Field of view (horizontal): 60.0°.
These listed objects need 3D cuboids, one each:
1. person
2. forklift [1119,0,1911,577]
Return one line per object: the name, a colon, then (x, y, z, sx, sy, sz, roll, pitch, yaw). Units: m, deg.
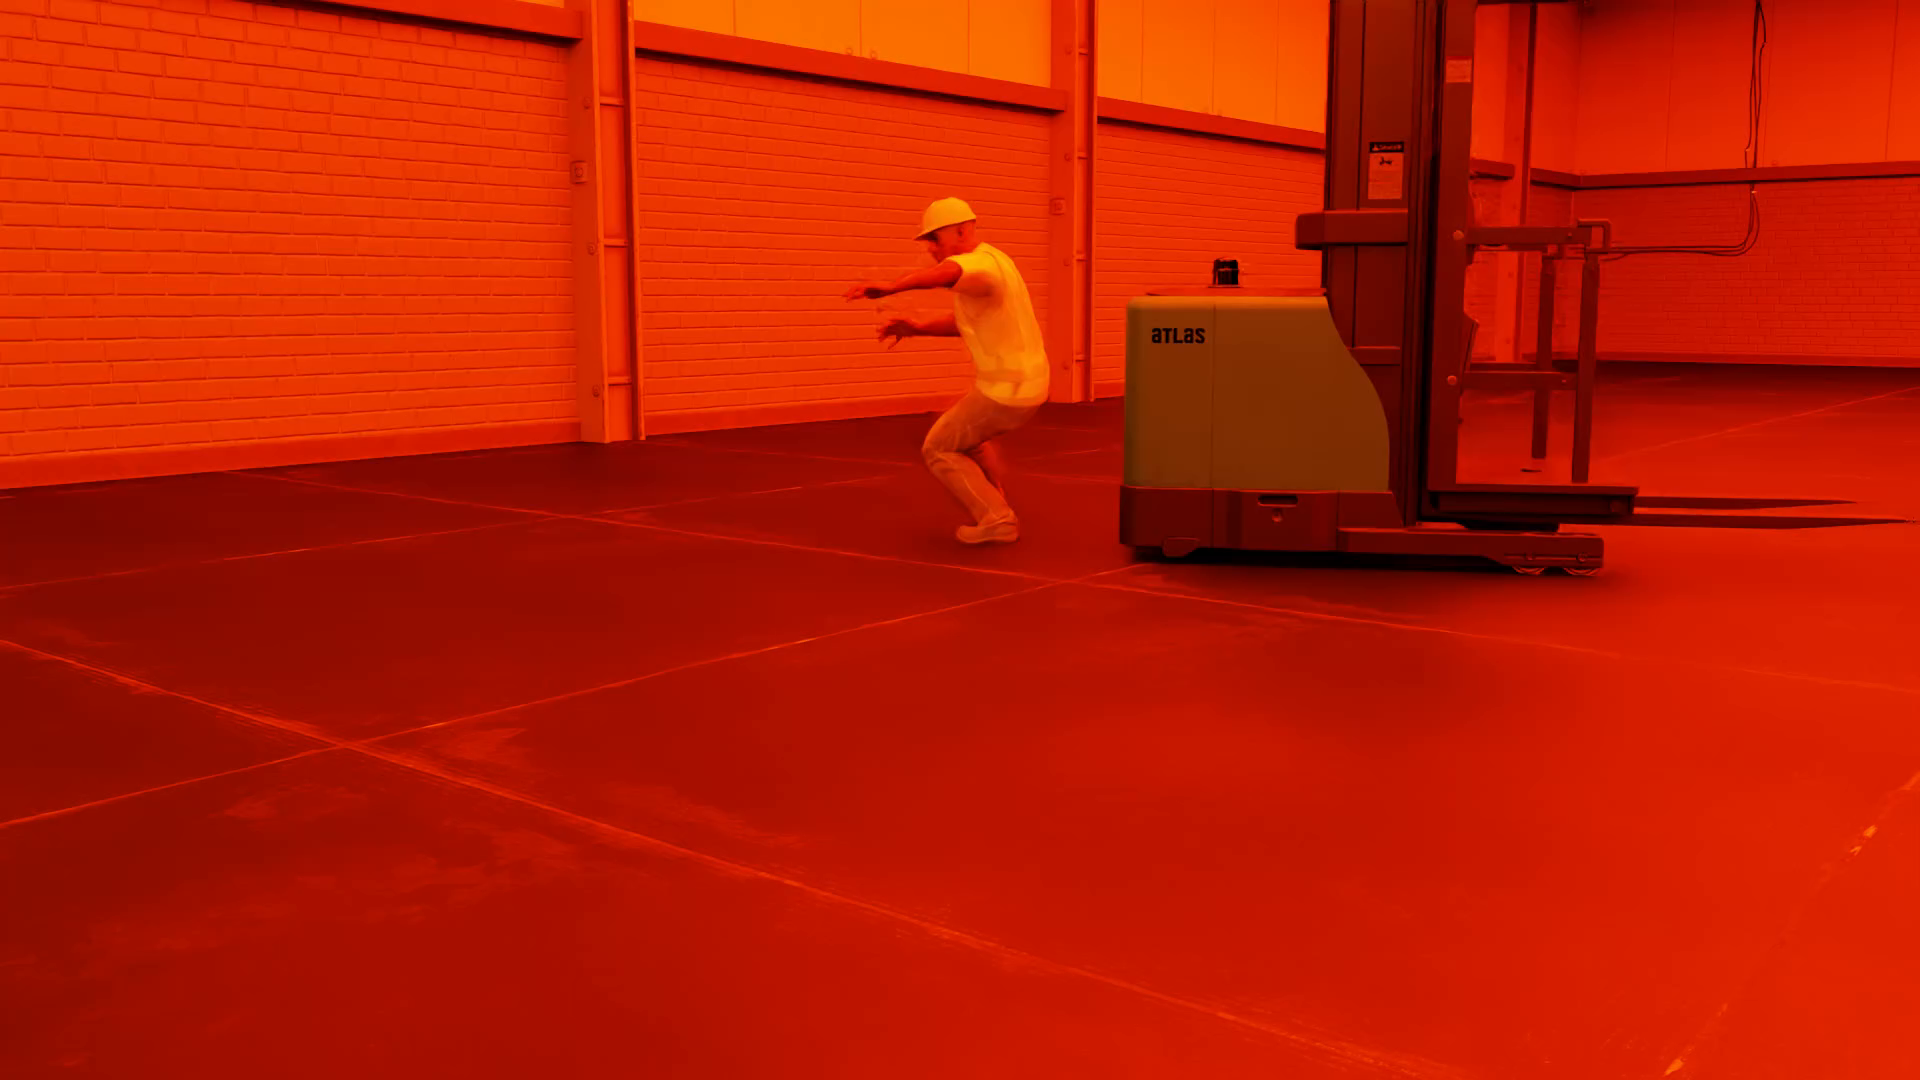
person: (-0.011, -0.714, 7.154, 0.796, 1.489, 1.576, 1, 8, 8)
forklift: (2.222, -1.392, 6.794, 3.031, 2.935, 1.130, 2, 8, 10)
